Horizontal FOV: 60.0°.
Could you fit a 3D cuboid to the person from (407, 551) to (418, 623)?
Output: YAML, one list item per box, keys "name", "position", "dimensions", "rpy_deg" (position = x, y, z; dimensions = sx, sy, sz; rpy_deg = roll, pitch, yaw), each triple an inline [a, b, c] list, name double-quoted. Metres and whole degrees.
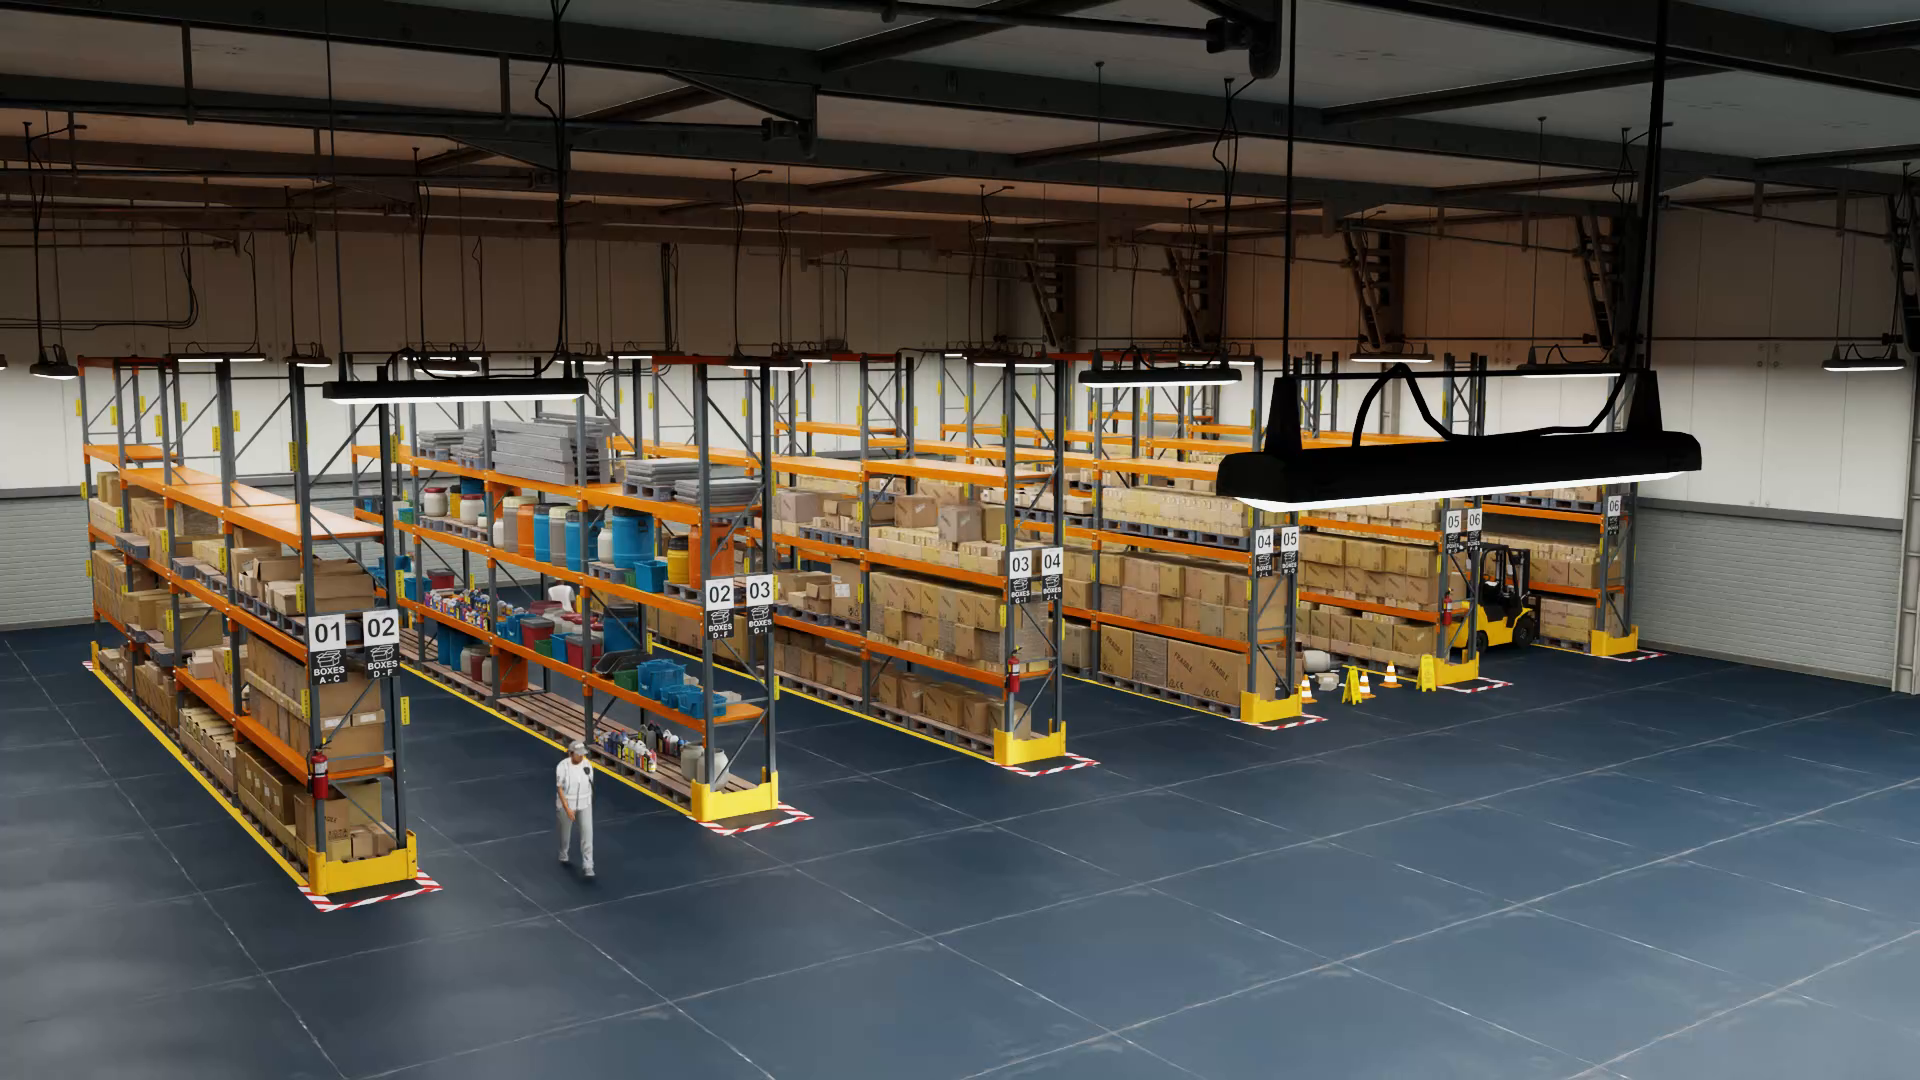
- name: "person"
  position: [-12.204, 1.059, 37.070]
  dimensions: [0.448, 1.610, 0.429]
  rpy_deg: [-5, 8, -33]

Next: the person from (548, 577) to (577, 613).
- name: "person"
  position: [-7.778, 1.511, 32.531]
  dimensions: [0.596, 1.787, 0.501]
  rpy_deg: [0, 7, 1]

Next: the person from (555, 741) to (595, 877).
- name: "person"
  position: [-4.550, 3.156, 19.732]
  dimensions: [0.466, 1.576, 1.115]
  rpy_deg: [-3, 8, -24]
